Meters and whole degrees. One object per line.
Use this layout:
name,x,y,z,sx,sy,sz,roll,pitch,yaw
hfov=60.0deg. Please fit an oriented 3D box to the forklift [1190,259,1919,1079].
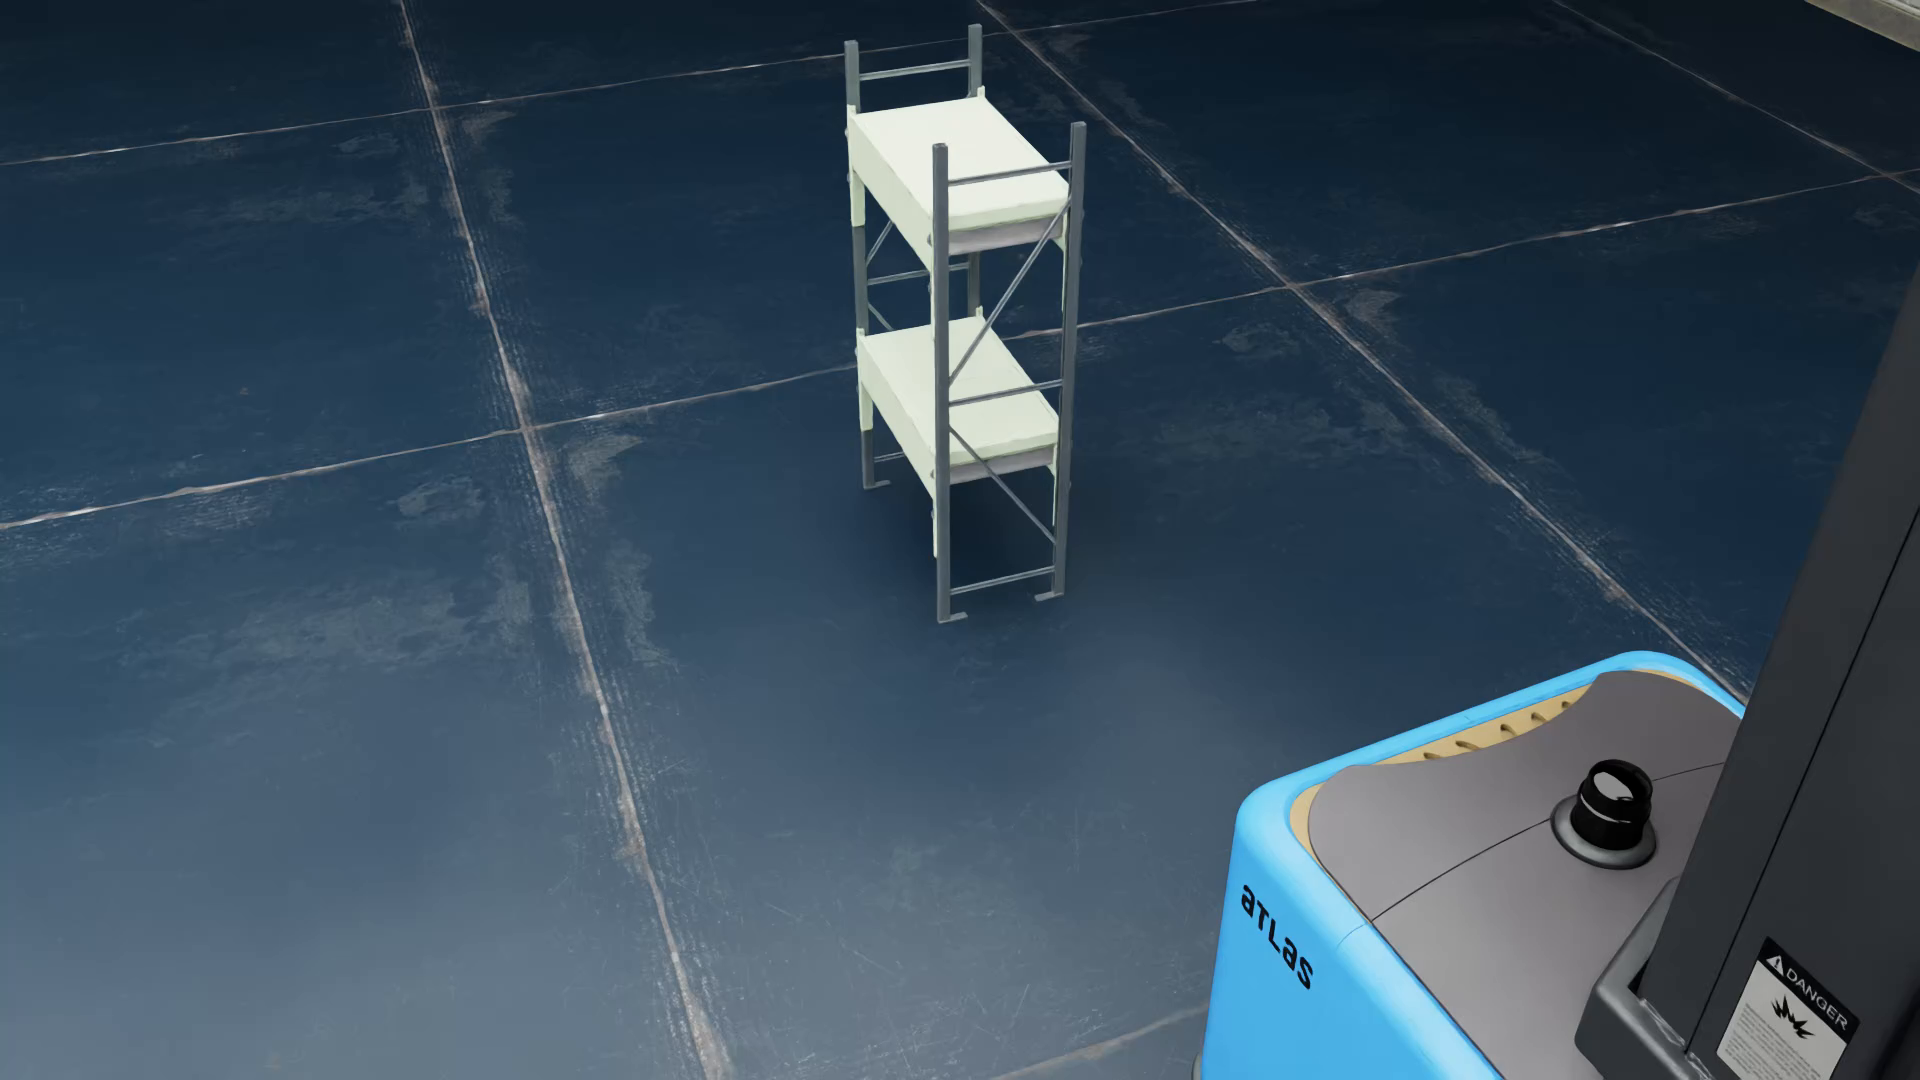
forklift,1.548,0.805,1.745,1.130,2.935,3.031,-16,40,-20

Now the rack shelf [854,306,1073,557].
rack shelf,-0.002,-0.342,5.000,0.431,0.370,0.720,-12,39,-16

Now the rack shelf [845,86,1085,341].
rack shelf,-0.002,-0.915,4.569,0.431,0.370,0.720,-12,39,-16

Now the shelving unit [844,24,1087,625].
shelving unit,-0.002,-0.603,4.804,0.431,1.500,0.755,-12,39,-16

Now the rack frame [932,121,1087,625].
rack frame,0.124,-0.396,4.529,0.400,1.500,0.023,-12,39,-16

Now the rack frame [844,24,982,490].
rack frame,-0.128,-0.810,5.078,0.400,1.500,0.023,-12,39,-16
